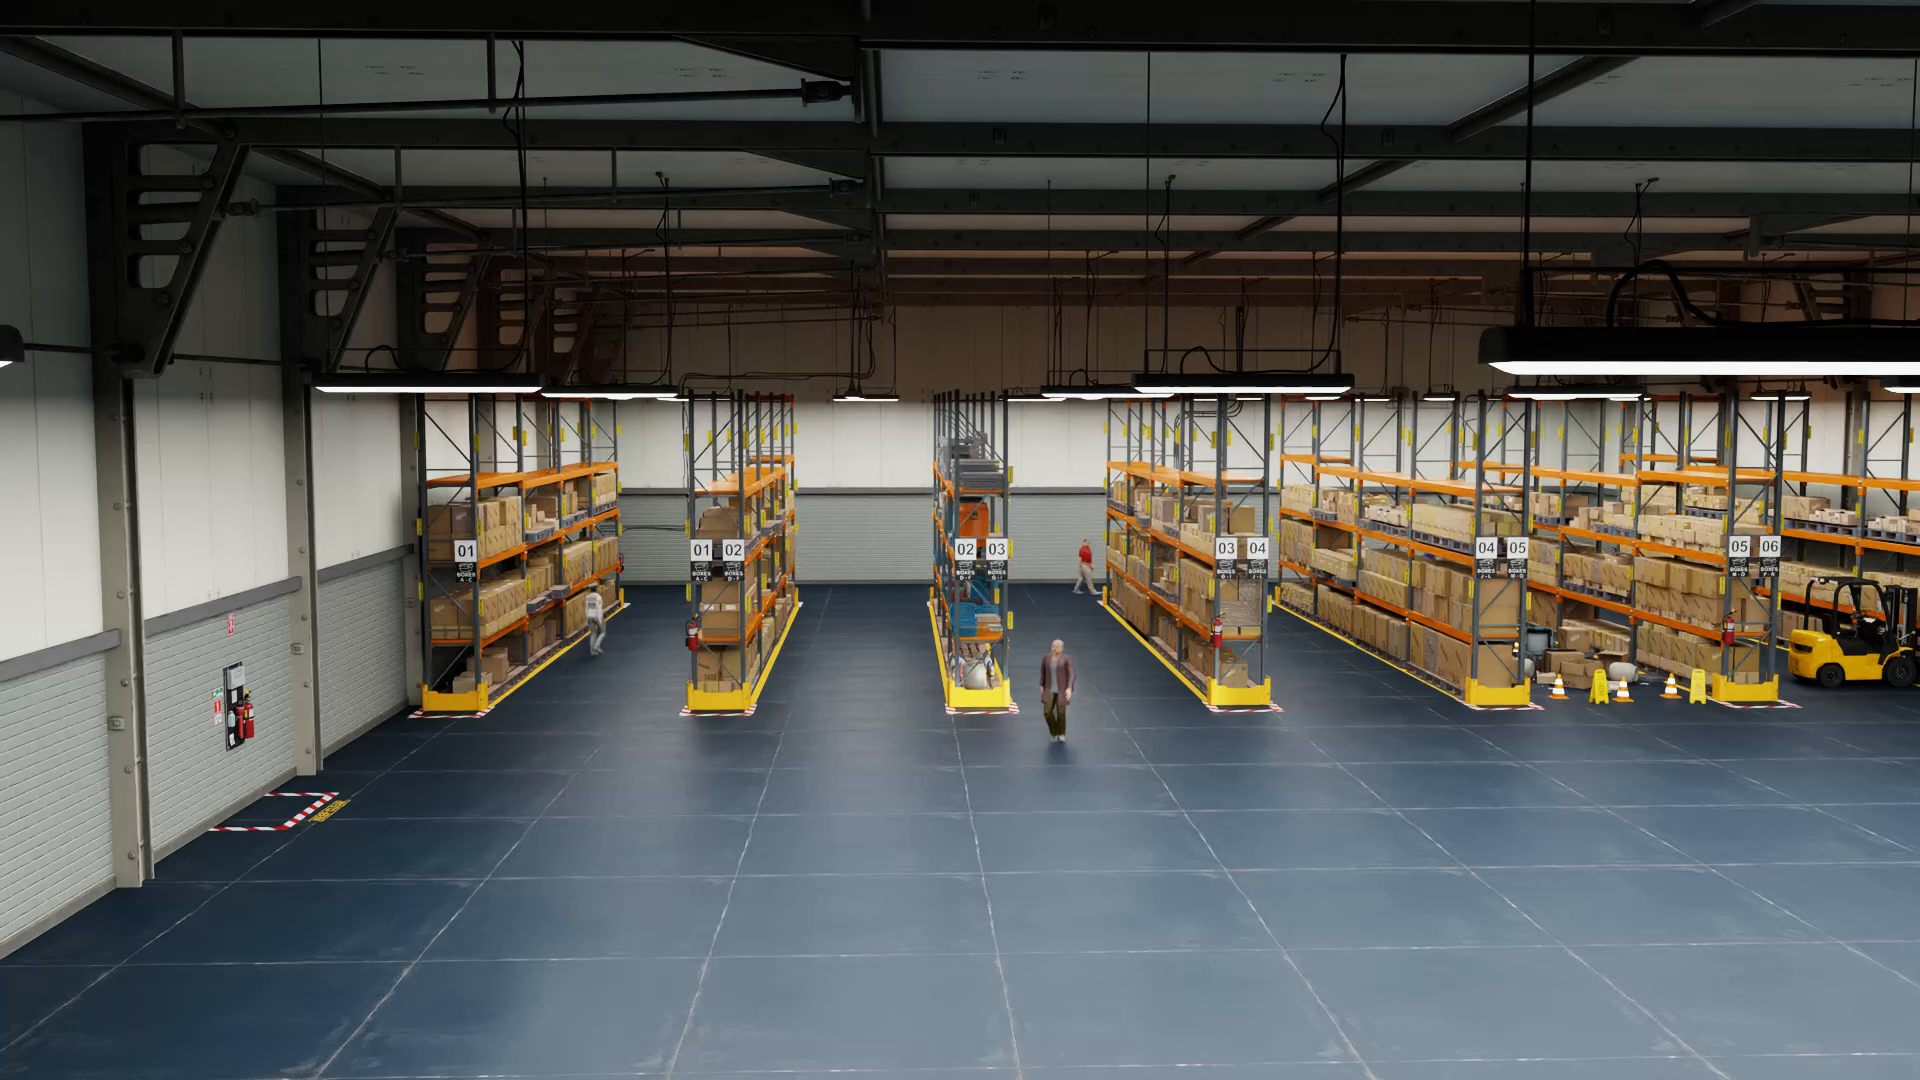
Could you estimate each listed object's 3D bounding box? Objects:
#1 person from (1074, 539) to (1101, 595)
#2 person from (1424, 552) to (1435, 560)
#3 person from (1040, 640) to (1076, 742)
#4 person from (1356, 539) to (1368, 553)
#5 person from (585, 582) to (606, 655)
[{"bbox_3d":[3.844,0.804,49.925,0.965,1.683,0.550,2,5,27],"label":"person"},{"bbox_3d":[14.310,0.744,50.713,0.453,1.651,0.486,-2,5,-18],"label":"person"},{"bbox_3d":[1.637,2.597,28.211,0.706,1.829,0.640,2,5,21],"label":"person"},{"bbox_3d":[12.212,0.786,50.408,0.517,1.603,1.060,0,5,0],"label":"person"},{"bbox_3d":[-8.319,1.790,37.833,0.521,1.660,0.488,1,5,16],"label":"person"}]
